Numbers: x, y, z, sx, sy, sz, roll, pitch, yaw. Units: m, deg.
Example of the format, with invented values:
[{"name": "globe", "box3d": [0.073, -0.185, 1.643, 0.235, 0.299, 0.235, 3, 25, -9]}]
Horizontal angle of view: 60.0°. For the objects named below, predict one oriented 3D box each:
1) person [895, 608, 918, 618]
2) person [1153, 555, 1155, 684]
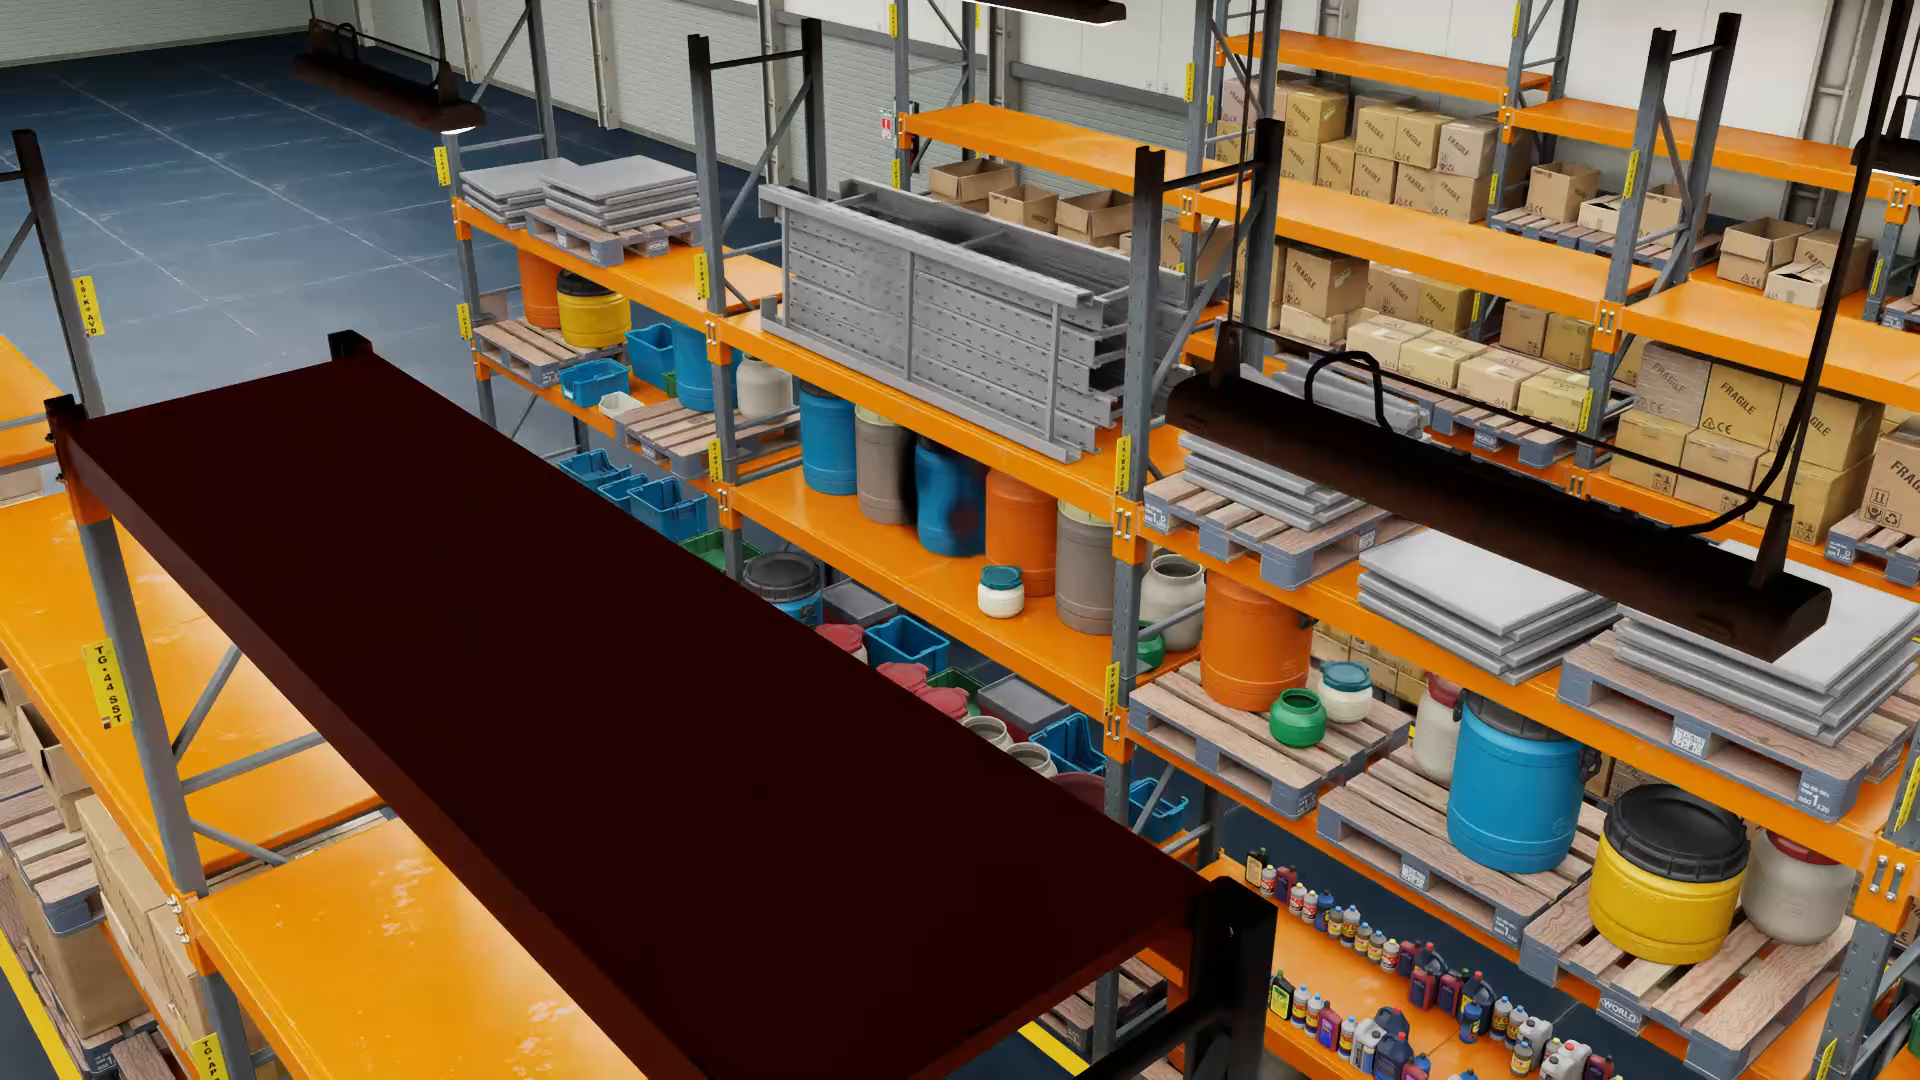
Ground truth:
[{"name": "person", "box3d": [-0.646, -0.092, 15.869, 0.798, 1.765, 0.718, 10, 29, 19]}, {"name": "person", "box3d": [1.510, 0.862, 14.043, 0.817, 1.712, 0.509, 23, 35, 37]}]
